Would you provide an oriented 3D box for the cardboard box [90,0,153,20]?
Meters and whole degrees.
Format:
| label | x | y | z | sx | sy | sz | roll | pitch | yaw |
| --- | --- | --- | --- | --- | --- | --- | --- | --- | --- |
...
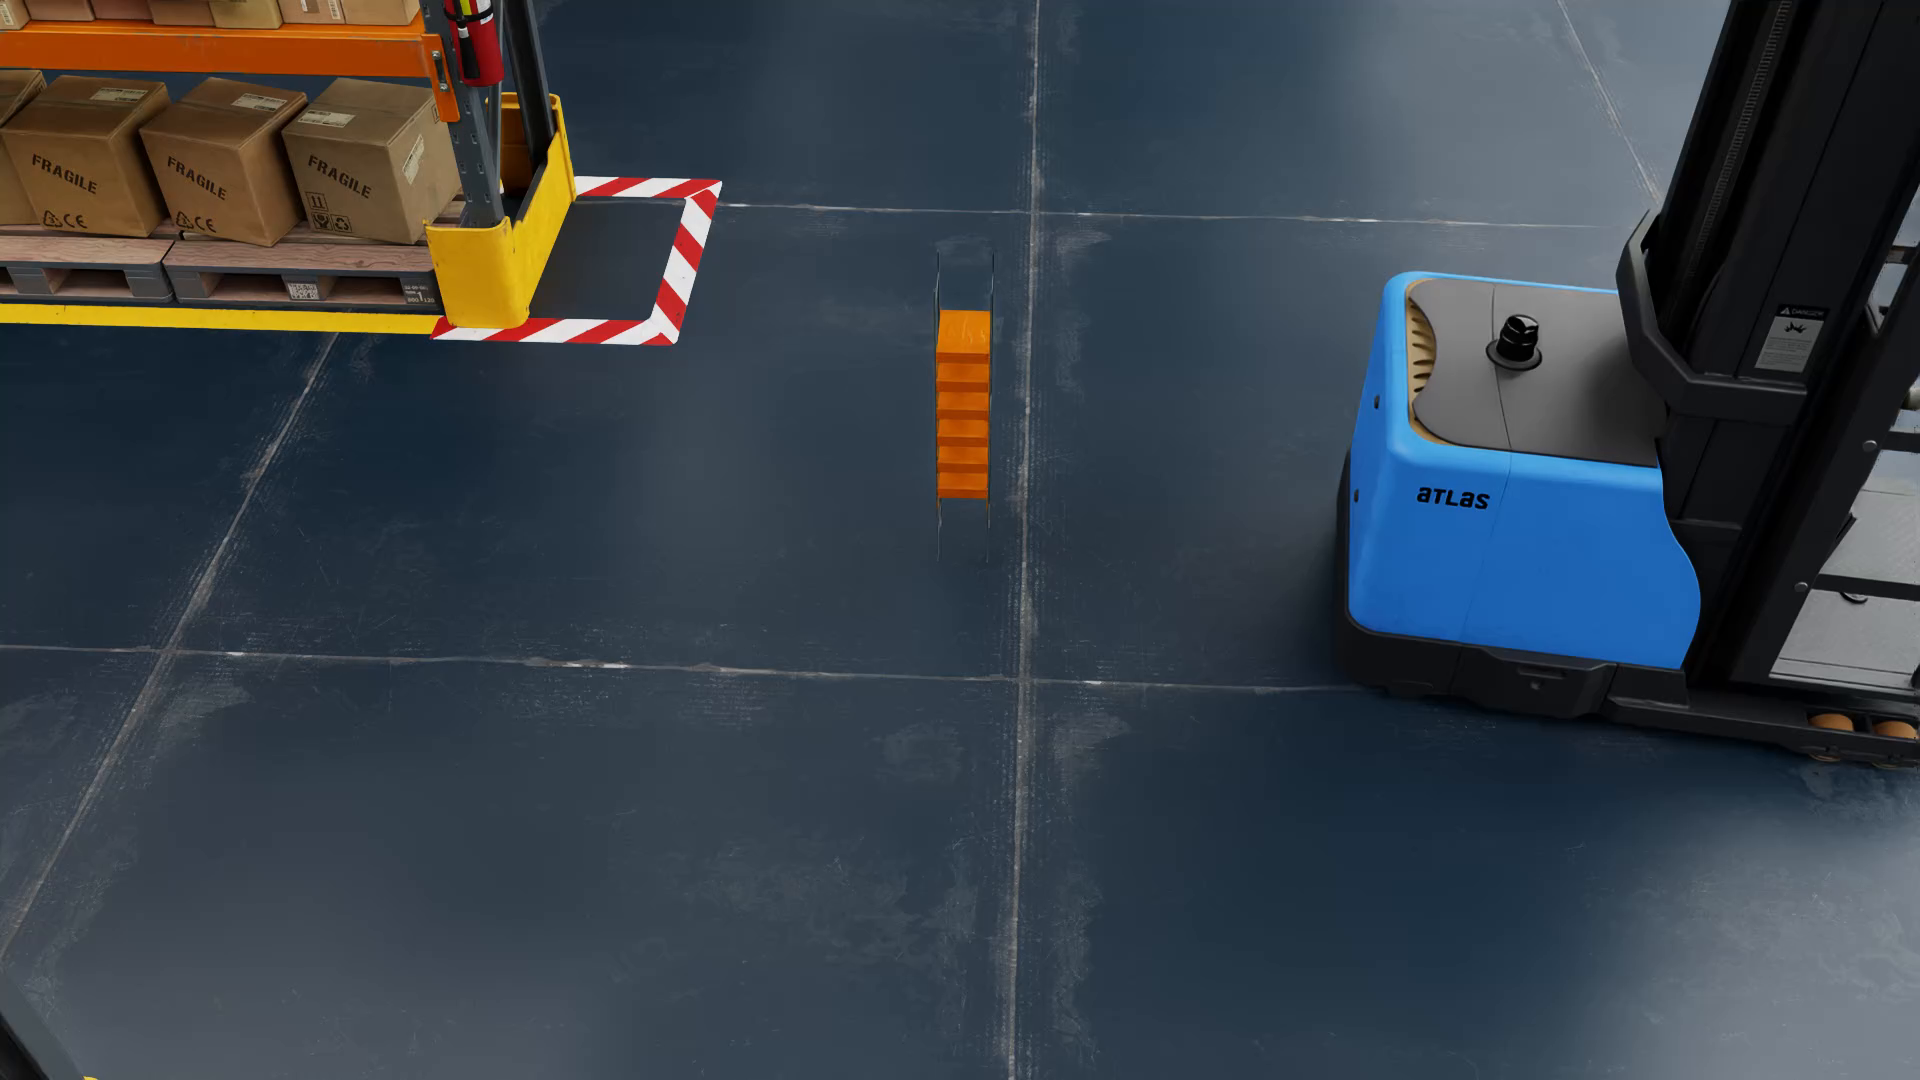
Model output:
| label | x | y | z | sx | sy | sz | roll | pitch | yaw |
| --- | --- | --- | --- | --- | --- | --- | --- | --- | --- |
| cardboard box | -3.266 | -2.226 | 6.623 | 0.250 | 0.149 | 0.380 | 2 | 43 | 2 |

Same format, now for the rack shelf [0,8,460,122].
| label | x | y | z | sx | sy | sz | roll | pitch | yaw |
| --- | --- | --- | --- | --- | --- | --- | --- | --- | --- |
| rack shelf | -3.971 | -2.213 | 6.953 | 4.000 | 0.370 | 1.077 | 2 | 43 | 2 |

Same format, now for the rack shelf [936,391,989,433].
| label | x | y | z | sx | sy | sz | roll | pitch | yaw |
| --- | --- | --- | --- | --- | --- | --- | --- | --- | --- |
| rack shelf | 0.014 | -0.494 | 5.789 | 0.180 | 0.103 | 0.258 | 2 | 43 | 2 |

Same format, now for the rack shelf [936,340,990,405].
| label | x | y | z | sx | sy | sz | roll | pitch | yaw |
| --- | --- | --- | --- | --- | --- | --- | --- | --- | --- |
| rack shelf | 0.014 | -0.582 | 5.707 | 0.180 | 0.103 | 0.258 | 2 | 43 | 2 |

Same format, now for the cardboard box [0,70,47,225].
| label | x | y | z | sx | sy | sz | roll | pitch | yaw |
| --- | --- | --- | --- | --- | --- | --- | --- | --- | --- |
| cardboard box | -4.375 | -1.759 | 7.464 | 0.500 | 0.500 | 0.500 | -2 | 43 | -2 |

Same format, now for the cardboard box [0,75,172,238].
| label | x | y | z | sx | sy | sz | roll | pitch | yaw |
| --- | --- | --- | --- | --- | --- | --- | --- | --- | --- |
| cardboard box | -3.819 | -1.712 | 7.412 | 0.500 | 0.500 | 0.500 | 5 | 43 | 6 |

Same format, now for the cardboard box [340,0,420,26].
| label | x | y | z | sx | sy | sz | roll | pitch | yaw |
| --- | --- | --- | --- | --- | --- | --- | --- | --- | --- |
| cardboard box | -2.267 | -2.191 | 6.586 | 0.250 | 0.149 | 0.380 | 2 | 43 | 2 |

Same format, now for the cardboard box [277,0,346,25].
| label | x | y | z | sx | sy | sz | roll | pitch | yaw |
| --- | --- | --- | --- | --- | --- | --- | --- | --- | --- |
| cardboard box | -2.517 | -2.199 | 6.594 | 0.250 | 0.149 | 0.380 | 2 | 43 | 2 |

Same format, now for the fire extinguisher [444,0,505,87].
| label | x | y | z | sx | sy | sz | roll | pitch | yaw |
| --- | --- | --- | --- | --- | --- | --- | --- | --- | --- |
| fire extinguisher | -1.879 | -2.069 | 6.327 | 0.183 | 0.674 | 0.296 | 2 | 43 | 2 |

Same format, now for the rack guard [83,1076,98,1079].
| label | x | y | z | sx | sy | sz | roll | pitch | yaw |
| --- | --- | --- | --- | --- | --- | --- | --- | --- | --- |
| rack guard | -2.274 | 1.902 | 3.841 | 0.348 | 0.500 | 1.175 | 2 | 43 | 2 |

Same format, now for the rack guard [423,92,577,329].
| label | x | y | z | sx | sy | sz | roll | pitch | yaw |
| --- | --- | --- | --- | --- | --- | --- | --- | --- | --- |
| rack guard | -2.049 | -1.503 | 7.496 | 0.348 | 0.500 | 1.175 | 2 | 43 | 2 |

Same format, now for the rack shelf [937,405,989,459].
| label | x | y | z | sx | sy | sz | roll | pitch | yaw |
| --- | --- | --- | --- | --- | --- | --- | --- | --- | --- |
| rack shelf | 0.014 | -0.406 | 5.871 | 0.180 | 0.103 | 0.258 | 2 | 43 | 2 |

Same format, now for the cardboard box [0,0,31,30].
| label | x | y | z | sx | sy | sz | roll | pitch | yaw |
| --- | --- | --- | --- | --- | --- | --- | --- | --- | --- |
| cardboard box | -3.770 | -2.166 | 6.558 | 0.250 | 0.149 | 0.380 | 2 | 43 | 2 |

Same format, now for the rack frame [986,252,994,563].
| label | x | y | z | sx | sy | sz | roll | pitch | yaw |
| --- | --- | --- | --- | --- | --- | --- | --- | --- | --- |
| rack frame | 0.106 | -0.436 | 5.838 | 0.006 | 1.200 | 0.240 | 2 | 43 | 2 |

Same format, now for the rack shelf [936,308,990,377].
| label | x | y | z | sx | sy | sz | roll | pitch | yaw |
| --- | --- | --- | --- | --- | --- | --- | --- | --- | --- |
| rack shelf | 0.014 | -0.669 | 5.625 | 0.180 | 0.103 | 0.258 | 2 | 43 | 2 |

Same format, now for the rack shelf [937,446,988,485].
| label | x | y | z | sx | sy | sz | roll | pitch | yaw |
| --- | --- | --- | --- | --- | --- | --- | --- | --- | --- |
| rack shelf | 0.014 | -0.318 | 5.953 | 0.180 | 0.103 | 0.258 | 2 | 43 | 2 |

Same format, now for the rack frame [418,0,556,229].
| label | x | y | z | sx | sy | sz | roll | pitch | yaw |
| --- | --- | --- | --- | --- | --- | --- | --- | --- | --- |
| rack frame | -1.973 | -2.415 | 6.642 | 0.127 | 3.000 | 1.000 | 2 | 43 | 2 |

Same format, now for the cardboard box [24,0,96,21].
| label | x | y | z | sx | sy | sz | roll | pitch | yaw |
| --- | --- | --- | --- | --- | --- | --- | --- | --- | --- |
| cardboard box | -3.516 | -2.218 | 6.615 | 0.250 | 0.149 | 0.380 | 2 | 43 | 2 |

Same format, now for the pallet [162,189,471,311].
| label | x | y | z | sx | sy | sz | roll | pitch | yaw |
| --- | --- | --- | --- | --- | --- | --- | --- | --- | --- |
| pallet | -2.859 | -1.446 | 7.647 | 1.213 | 0.211 | 1.003 | 2 | 43 | 2 |

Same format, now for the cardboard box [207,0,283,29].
| label | x | y | z | sx | sy | sz | roll | pitch | yaw |
| --- | --- | --- | --- | --- | --- | --- | --- | --- | --- |
| cardboard box | -2.769 | -2.172 | 6.565 | 0.250 | 0.149 | 0.380 | 2 | 43 | 2 |

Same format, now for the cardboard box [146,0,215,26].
| label | x | y | z | sx | sy | sz | roll | pitch | yaw |
| --- | --- | --- | --- | --- | --- | --- | --- | --- | --- |
| cardboard box | -3.018 | -2.190 | 6.585 | 0.250 | 0.149 | 0.380 | 2 | 43 | 2 |

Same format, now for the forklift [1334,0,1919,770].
| label | x | y | z | sx | sy | sz | roll | pitch | yaw |
| --- | --- | --- | --- | --- | --- | --- | --- | --- | --- |
| forklift | 2.849 | -0.716 | 4.868 | 3.031 | 2.935 | 1.130 | 7 | 43 | 7 |

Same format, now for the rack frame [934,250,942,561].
| label | x | y | z | sx | sy | sz | roll | pitch | yaw |
| --- | --- | --- | --- | --- | --- | --- | --- | --- | --- |
| rack frame | -0.077 | -0.441 | 5.844 | 0.006 | 1.200 | 0.240 | 2 | 43 | 2 |

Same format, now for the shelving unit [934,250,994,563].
| label | x | y | z | sx | sy | sz | roll | pitch | yaw |
| --- | --- | --- | --- | --- | --- | --- | --- | --- | --- |
| shelving unit | 0.014 | -0.439 | 5.841 | 0.189 | 1.200 | 0.258 | 2 | 43 | 2 |

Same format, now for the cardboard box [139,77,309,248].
| label | x | y | z | sx | sy | sz | roll | pitch | yaw |
| --- | --- | --- | --- | --- | --- | --- | --- | --- | --- |
| cardboard box | -3.195 | -1.680 | 7.378 | 0.500 | 0.500 | 0.500 | 12 | 44 | 13 |

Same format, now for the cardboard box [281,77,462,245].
| label | x | y | z | sx | sy | sz | roll | pitch | yaw |
| --- | --- | --- | --- | --- | --- | --- | --- | --- | --- |
| cardboard box | -2.596 | -1.684 | 7.383 | 0.500 | 0.500 | 0.500 | 9 | 44 | 10 |

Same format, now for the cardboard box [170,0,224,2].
| label | x | y | z | sx | sy | sz | roll | pitch | yaw |
| --- | --- | --- | --- | --- | --- | --- | --- | --- | --- |
| cardboard box | -3.026 | -2.530 | 6.473 | 0.500 | 0.500 | 0.875 | 2 | 43 | 2 |

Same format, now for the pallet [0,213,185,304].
| label | x | y | z | sx | sy | sz | roll | pitch | yaw |
| --- | --- | --- | --- | --- | --- | --- | --- | --- | --- |
| pallet | -4.074 | -1.485 | 7.689 | 1.213 | 0.211 | 1.003 | 2 | 43 | 2 |

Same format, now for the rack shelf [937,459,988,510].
| label | x | y | z | sx | sy | sz | roll | pitch | yaw |
| --- | --- | --- | --- | --- | --- | --- | --- | --- | --- |
| rack shelf | 0.014 | -0.230 | 6.034 | 0.180 | 0.103 | 0.258 | 2 | 43 | 2 |
